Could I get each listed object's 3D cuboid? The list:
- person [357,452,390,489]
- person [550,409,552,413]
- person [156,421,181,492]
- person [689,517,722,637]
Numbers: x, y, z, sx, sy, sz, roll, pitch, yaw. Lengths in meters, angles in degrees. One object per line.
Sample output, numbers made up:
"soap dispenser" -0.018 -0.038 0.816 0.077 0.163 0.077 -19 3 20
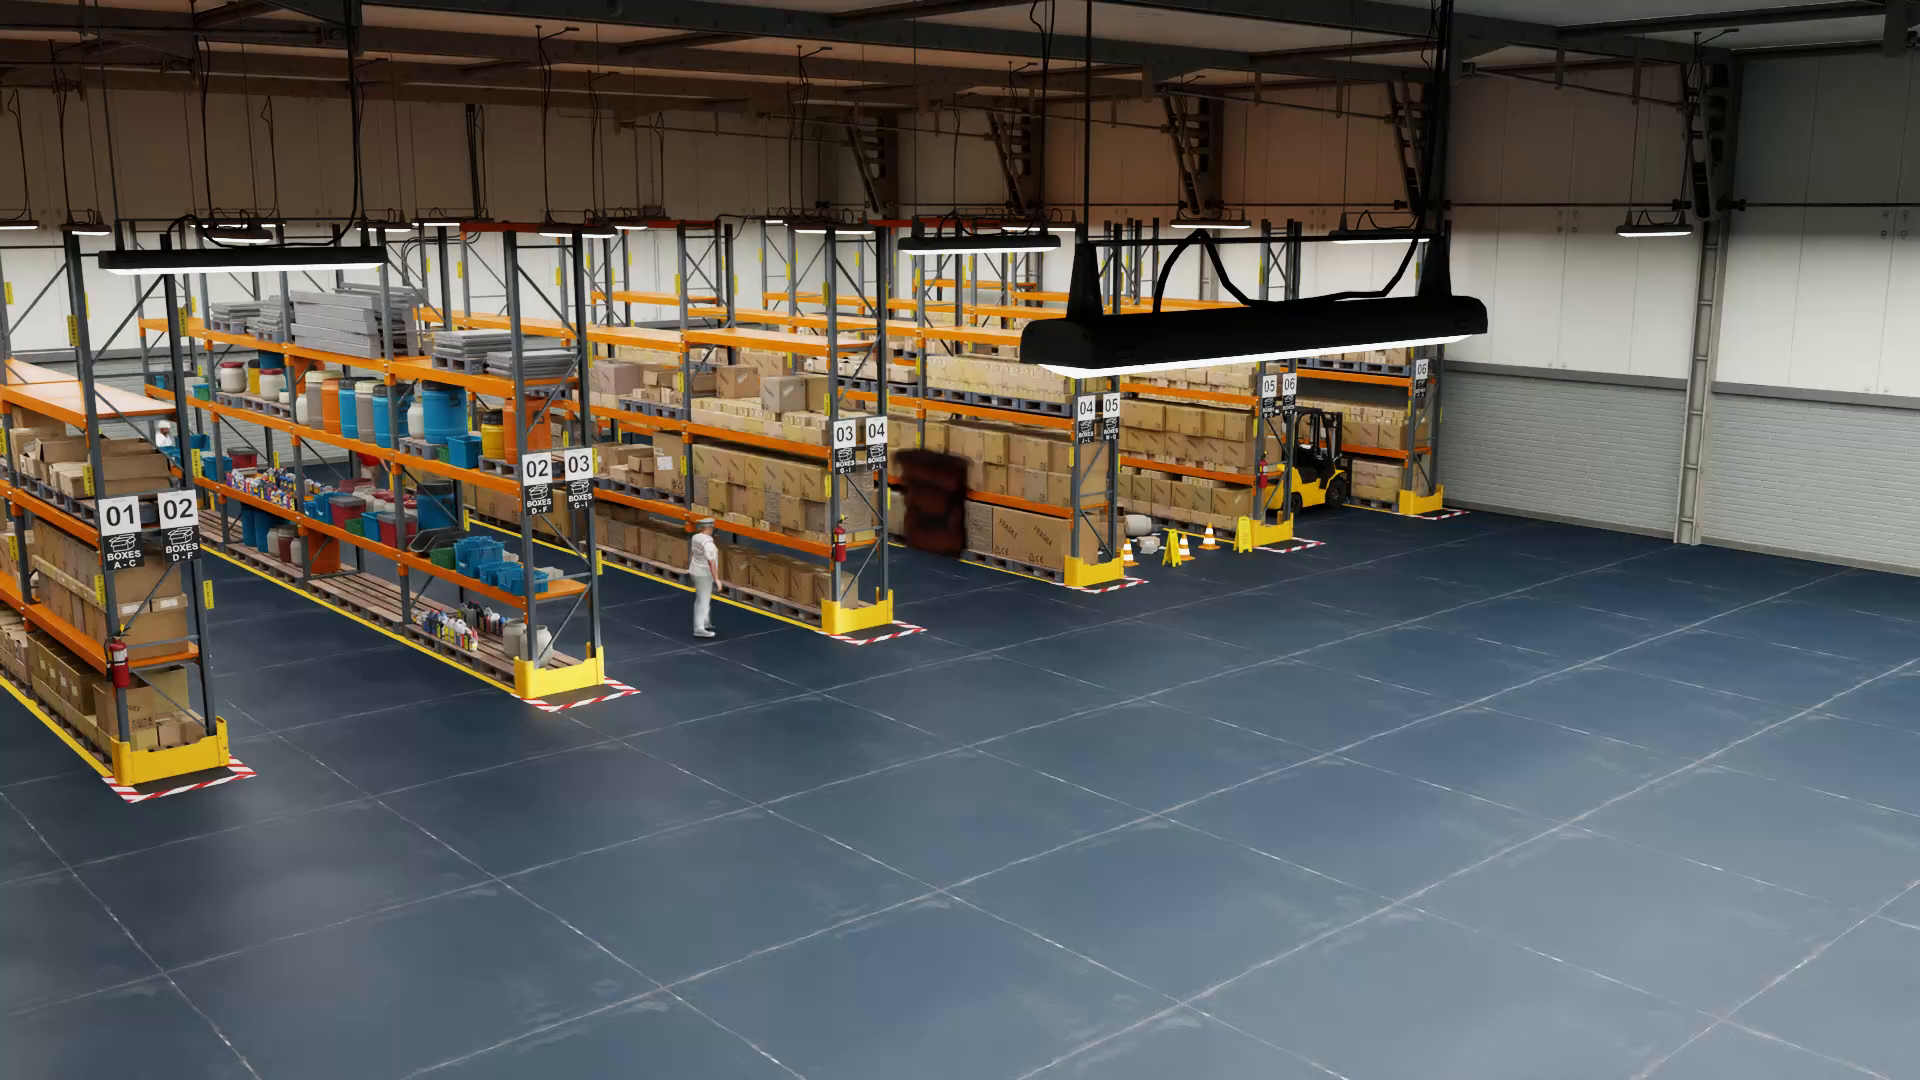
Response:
"person" -12.288 -1.448 34.732 0.652 1.670 1.060 -10 15 -42
"person" -10.263 -2.698 40.758 0.638 1.748 0.884 -5 12 -21
"person" -17.323 -1.731 36.110 0.982 1.719 0.663 -4 12 -19
"person" -3.819 0.558 24.810 0.506 1.798 0.679 -5 13 -25
